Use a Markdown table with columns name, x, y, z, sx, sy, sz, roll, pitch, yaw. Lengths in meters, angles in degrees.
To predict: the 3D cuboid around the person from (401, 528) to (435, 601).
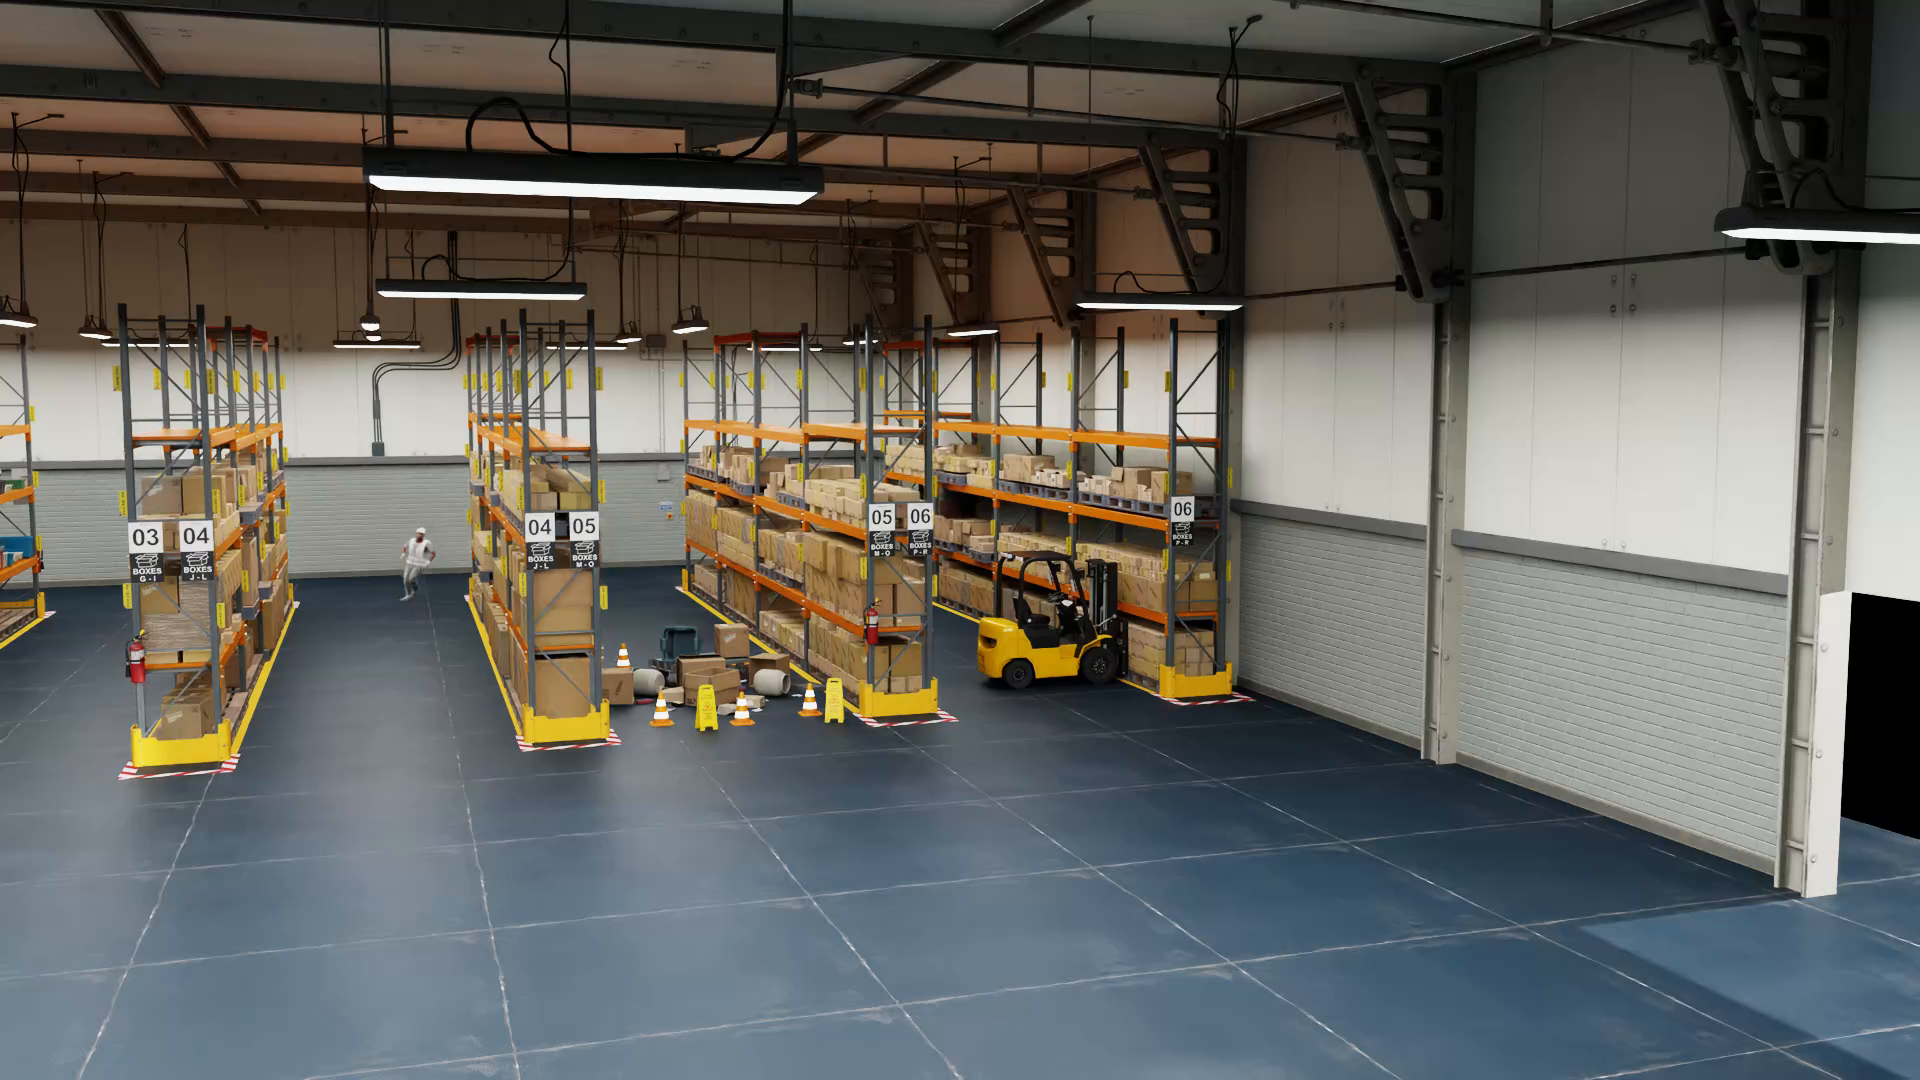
| name | x | y | z | sx | sy | sz | roll | pitch | yaw |
| --- | --- | --- | --- | --- | --- | --- | --- | --- | --- |
| person | -12.435 | 0.562 | 37.981 | 0.761 | 1.689 | 0.507 | 1 | 5 | 9 |
